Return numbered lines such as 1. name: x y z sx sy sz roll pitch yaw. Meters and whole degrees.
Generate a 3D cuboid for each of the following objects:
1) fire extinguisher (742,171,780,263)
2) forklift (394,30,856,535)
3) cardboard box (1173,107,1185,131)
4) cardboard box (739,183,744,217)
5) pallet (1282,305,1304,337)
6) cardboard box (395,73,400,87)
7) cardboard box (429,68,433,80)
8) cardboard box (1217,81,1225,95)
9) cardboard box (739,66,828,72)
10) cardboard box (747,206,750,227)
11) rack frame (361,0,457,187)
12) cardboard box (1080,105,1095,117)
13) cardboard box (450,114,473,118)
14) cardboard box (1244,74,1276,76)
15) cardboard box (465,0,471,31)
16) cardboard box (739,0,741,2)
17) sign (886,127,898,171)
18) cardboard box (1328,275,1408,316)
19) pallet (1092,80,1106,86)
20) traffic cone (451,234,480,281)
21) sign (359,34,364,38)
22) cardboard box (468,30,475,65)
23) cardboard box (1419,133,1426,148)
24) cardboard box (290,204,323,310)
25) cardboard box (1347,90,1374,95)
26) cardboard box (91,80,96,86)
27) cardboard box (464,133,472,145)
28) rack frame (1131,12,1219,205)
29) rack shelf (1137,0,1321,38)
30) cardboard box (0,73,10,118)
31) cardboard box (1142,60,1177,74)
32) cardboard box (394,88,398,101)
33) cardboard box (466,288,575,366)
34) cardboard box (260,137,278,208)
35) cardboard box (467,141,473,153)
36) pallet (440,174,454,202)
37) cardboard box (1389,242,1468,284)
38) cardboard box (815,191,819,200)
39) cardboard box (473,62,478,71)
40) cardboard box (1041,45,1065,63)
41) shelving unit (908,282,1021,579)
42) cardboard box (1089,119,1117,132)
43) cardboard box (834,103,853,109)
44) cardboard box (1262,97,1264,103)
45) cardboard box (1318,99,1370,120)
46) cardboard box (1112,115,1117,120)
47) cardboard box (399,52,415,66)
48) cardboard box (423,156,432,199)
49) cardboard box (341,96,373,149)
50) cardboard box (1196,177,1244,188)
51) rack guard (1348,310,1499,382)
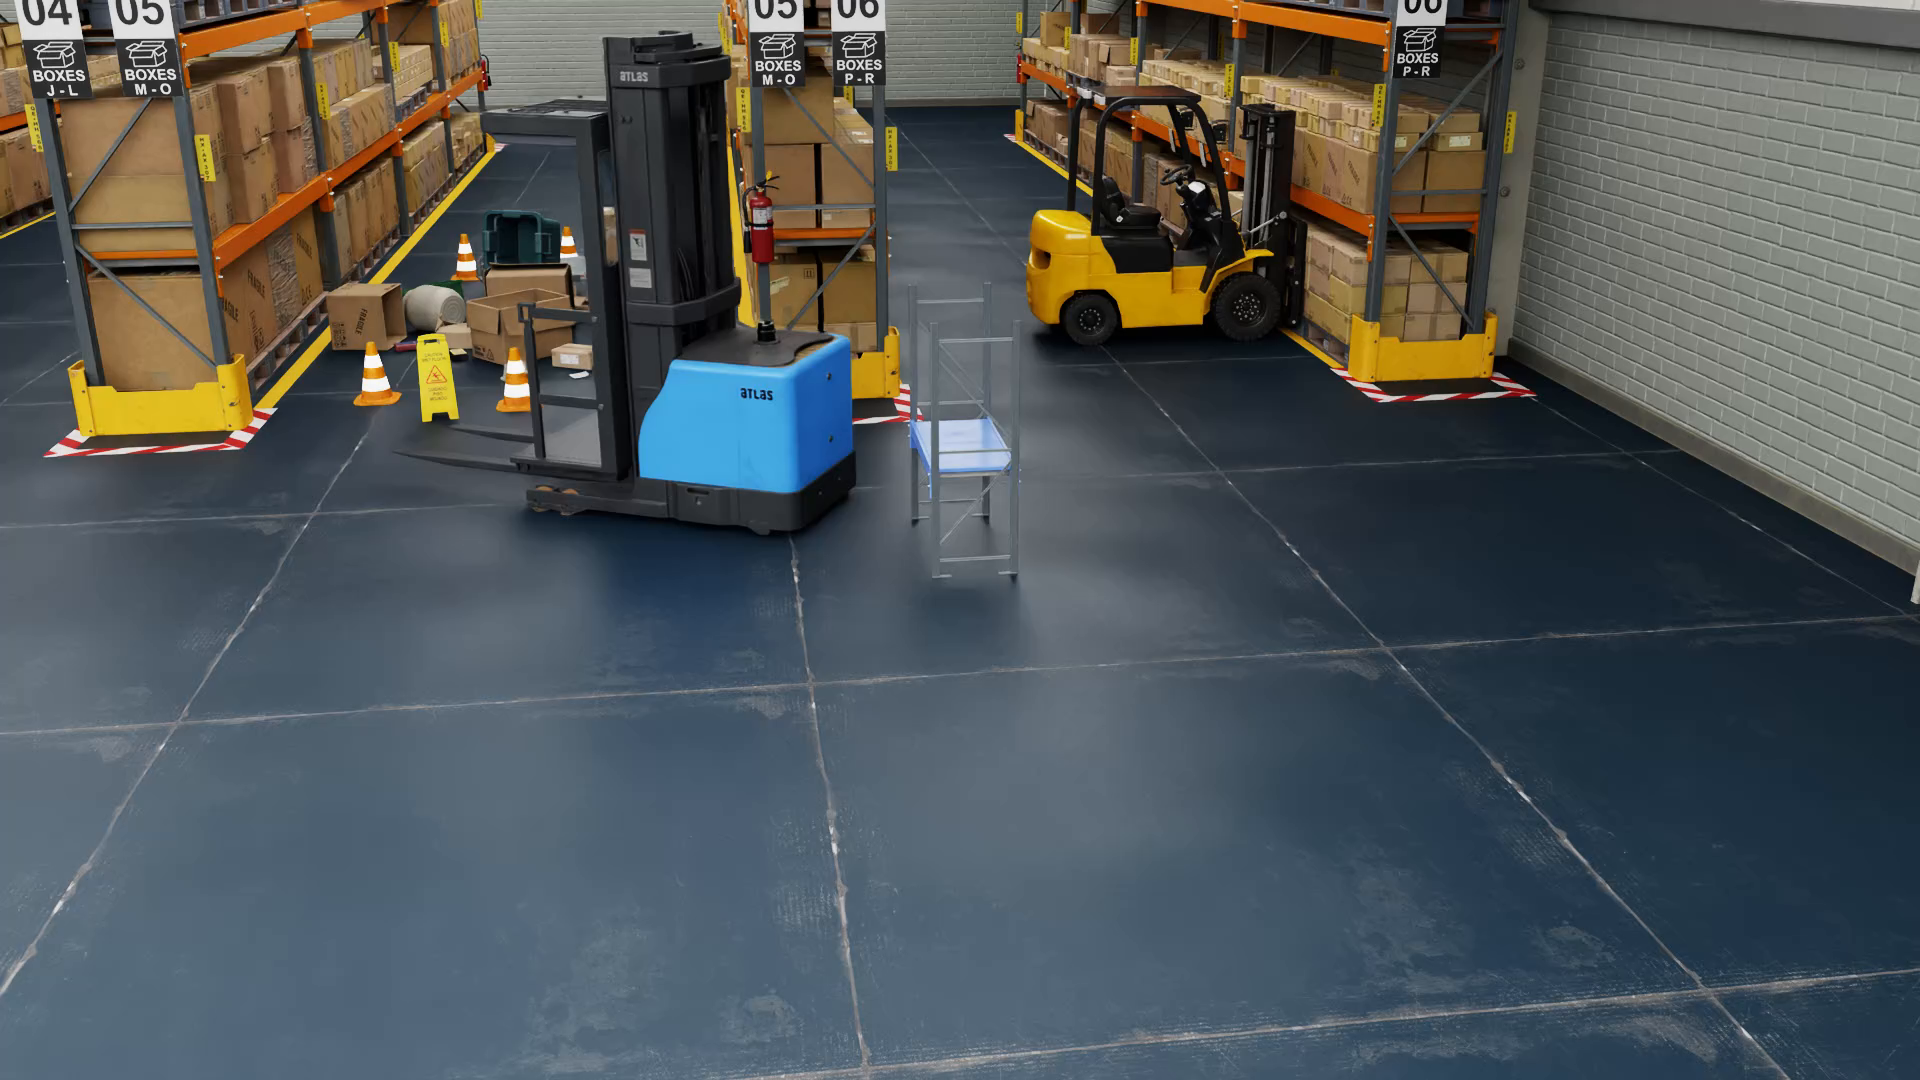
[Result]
1. fire extinguisher: -1.505 -2.448 12.595 0.296 0.674 0.183 -3 21 -8
2. forklift: -2.260 -1.695 10.564 3.031 2.935 1.130 7 22 18
3. cardboard box: 2.737 -4.801 18.997 0.500 0.250 0.500 -2 21 -6
4. cardboard box: -2.147 -4.087 20.027 0.950 0.372 0.625 -4 21 -11
5. pallet: 3.522 -2.177 15.743 1.003 0.211 1.213 -3 21 -8
6. cardboard box: -7.056 -5.614 20.295 0.380 0.149 0.250 -4 21 -9
7. cardboard box: -7.426 -6.369 22.740 0.380 0.149 0.250 -3 21 -9
8. cardboard box: 2.962 -4.818 17.758 0.380 0.149 0.250 -3 21 -8
9. cardboard box: -1.420 -3.543 13.419 0.700 0.500 0.500 -3 21 -7
10. cardboard box: -1.748 -2.961 15.188 0.380 0.149 0.250 -2 21 -5
11. rack frame: -7.679 -6.418 23.111 1.000 3.000 0.127 -3 21 -8
12. cardboard box: 1.965 -6.288 24.385 0.380 0.149 0.250 -3 21 -9
13. cardboard box: -7.949 -6.682 26.443 0.380 0.149 0.250 -3 21 -7
14. cardboard box: 3.300 -5.111 18.544 0.380 0.149 0.250 -3 21 -8
15. cardboard box: -7.870 -8.136 25.715 0.500 0.500 0.500 -4 21 -10
16. cardboard box: -1.556 -4.539 13.584 0.500 0.250 0.500 -2 21 -6
17. sign: -0.528 -2.980 12.671 0.100 0.325 0.005 -3 21 -8
18. cardboard box: 3.467 -2.095 14.152 0.500 0.250 0.500 -3 21 -8
19. pallet: 2.408 -6.152 22.675 1.003 0.211 1.213 -3 21 -8
20. traffic cone: -5.225 -3.000 17.586 0.336 0.463 0.334 -3 21 -8
21. sign: -8.215 -6.793 22.880 0.100 0.325 0.005 -3 21 -8
22. cardboard box: -7.867 -7.667 25.890 0.500 0.500 0.500 -3 21 -9
23. cardboard box: 3.955 -3.363 13.862 0.380 0.149 0.250 -3 21 -8
24. cardboard box: -6.504 -2.628 15.401 0.875 0.875 0.875 -3 21 -7
25. cardboard box: 3.773 -4.044 15.263 0.380 0.149 0.250 -2 21 -6
26. cardboard box: -12.391 -6.386 23.386 0.380 0.149 0.250 -2 21 -6
27. cardboard box: -7.647 -6.093 25.291 0.380 0.149 0.250 -3 21 -7
28. rack frame: 2.693 -5.569 20.839 1.000 3.000 0.127 -3 21 -8
29. rack shelf: 2.981 -5.945 18.586 1.077 0.370 4.000 -3 21 -8
30. cardboard box: -11.980 -5.402 20.249 0.500 0.500 0.500 -3 21 -9
31. cardboard box: 2.447 -5.794 20.373 0.380 0.149 0.250 -2 21 -6
32. cardboard box: -7.005 -5.370 20.065 0.380 0.149 0.250 -2 21 -5
33. cardboard box: -3.824 -1.858 14.473 0.637 0.503 0.797 17 27 39
34. cardboard box: -6.222 -3.030 13.828 0.875 0.550 0.500 -3 21 -8
35. cardboard box: -7.716 -6.047 25.593 0.380 0.149 0.250 -3 21 -7
36. pallet: -7.565 -4.842 22.878 1.003 0.211 1.213 -3 21 -8
37. cardboard box: 3.964 -2.352 14.127 0.500 0.250 0.500 -3 21 -9
38. cardboard box: -1.077 -3.007 14.339 0.380 0.149 0.250 -2 21 -6
39. cardboard box: -7.929 -7.586 26.599 0.380 0.149 0.250 -3 21 -8
40. cardboard box: 1.583 -7.711 26.365 0.500 0.250 0.500 -3 21 -9
41. shelving unit: 0.012 -0.673 9.875 0.538 1.500 1.048 -3 21 -8
42. cardboard box: 2.070 -5.966 23.947 0.380 0.149 0.250 -4 21 -11
43. cardboard box: -1.251 -3.799 15.533 0.500 0.500 0.500 -2 21 -6
44. cardboard box: 3.159 -4.233 16.192 0.380 0.149 0.250 -3 21 -8
45. cardboard box: 3.346 -3.750 14.474 0.380 0.149 0.250 -2 21 -6
46. cardboard box: 2.455 -6.171 24.495 0.380 0.149 0.250 -4 21 -10
47. cardboard box: -7.241 -6.195 21.424 0.380 0.149 0.250 -4 21 -10
48. cardboard box: -7.106 -4.667 21.398 0.500 0.500 0.500 -3 21 -9
49. cardboard box: -6.551 -4.414 17.604 0.500 0.500 0.500 -3 21 -7
50. cardboard box: 3.079 -3.717 18.676 0.875 0.625 0.625 -3 21 -8
51. rack guard: 3.850 -1.620 13.838 1.175 0.500 0.348 -3 21 -8
